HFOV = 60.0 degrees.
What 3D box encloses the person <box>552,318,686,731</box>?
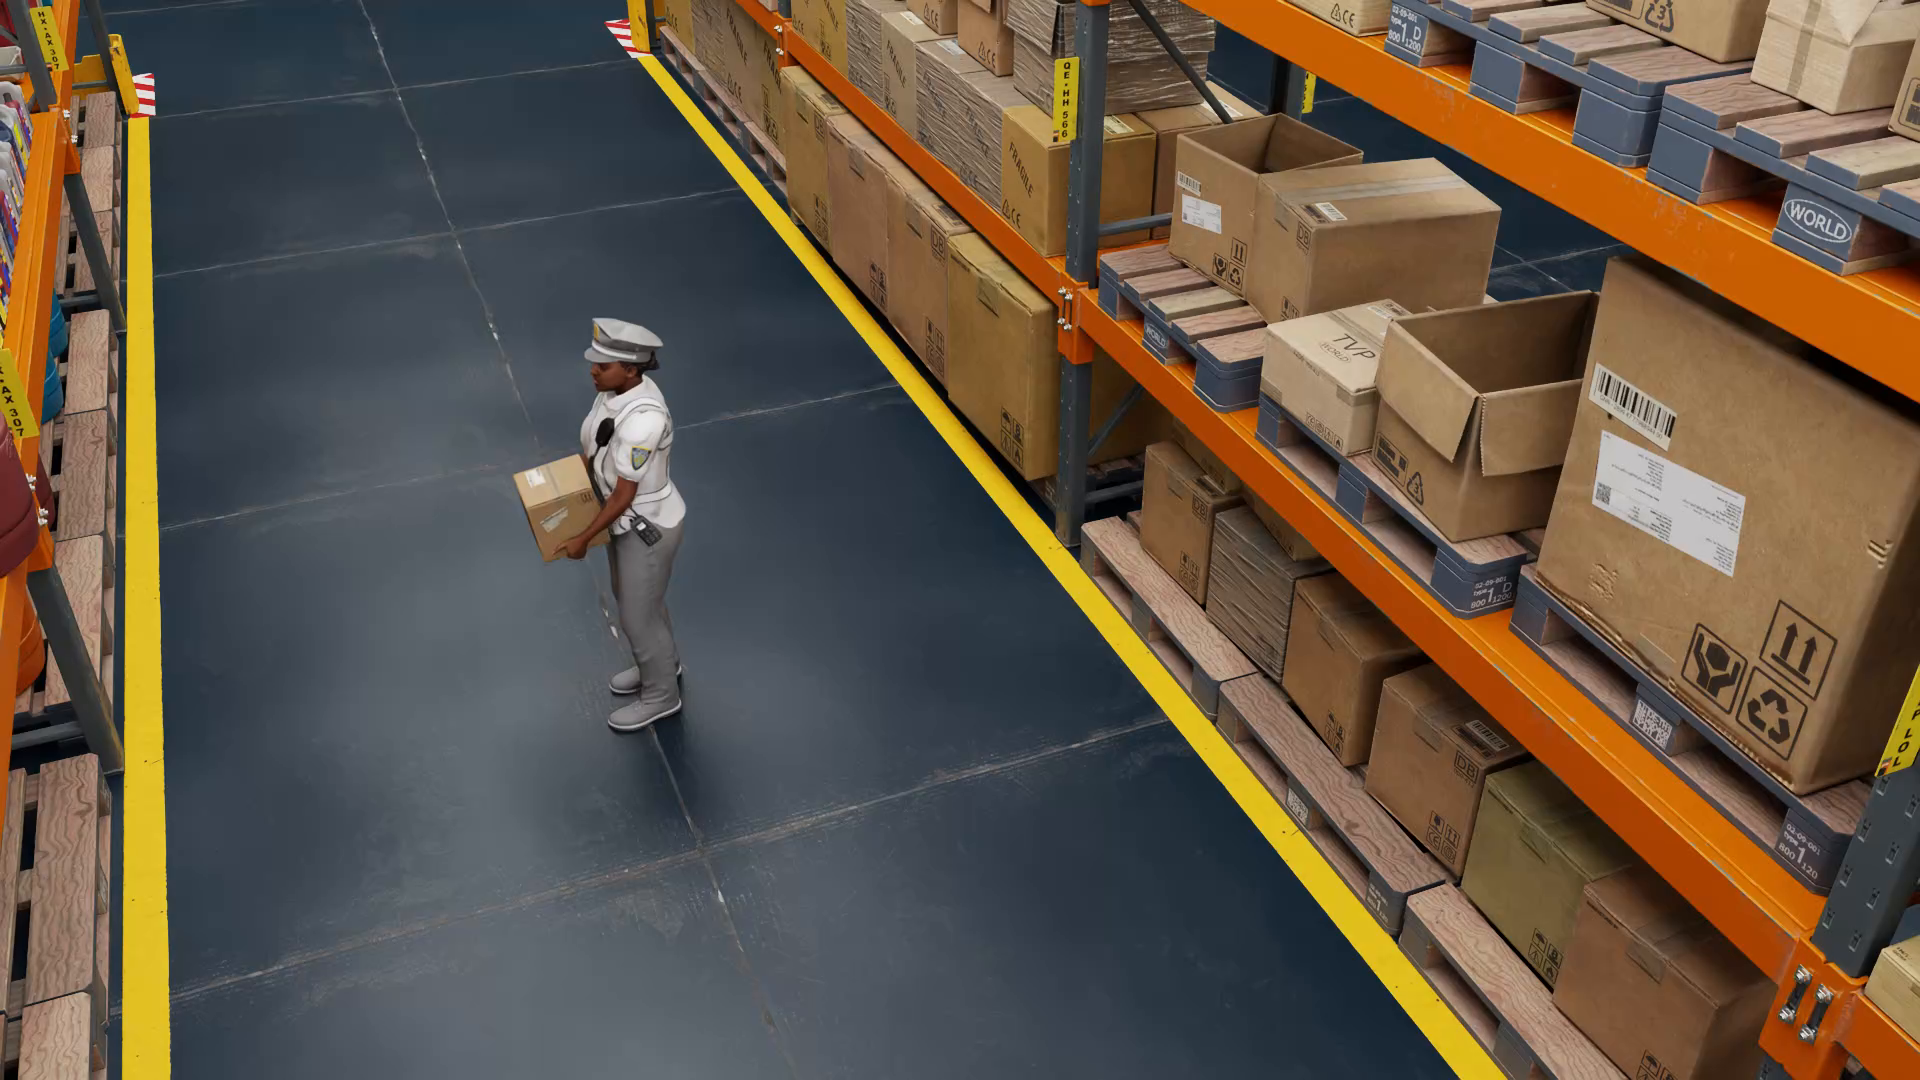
[{"bbox_3d":[-1.283,-0.046,6.192,0.519,1.692,0.435,-13,36,-19],"label":"person"}]
